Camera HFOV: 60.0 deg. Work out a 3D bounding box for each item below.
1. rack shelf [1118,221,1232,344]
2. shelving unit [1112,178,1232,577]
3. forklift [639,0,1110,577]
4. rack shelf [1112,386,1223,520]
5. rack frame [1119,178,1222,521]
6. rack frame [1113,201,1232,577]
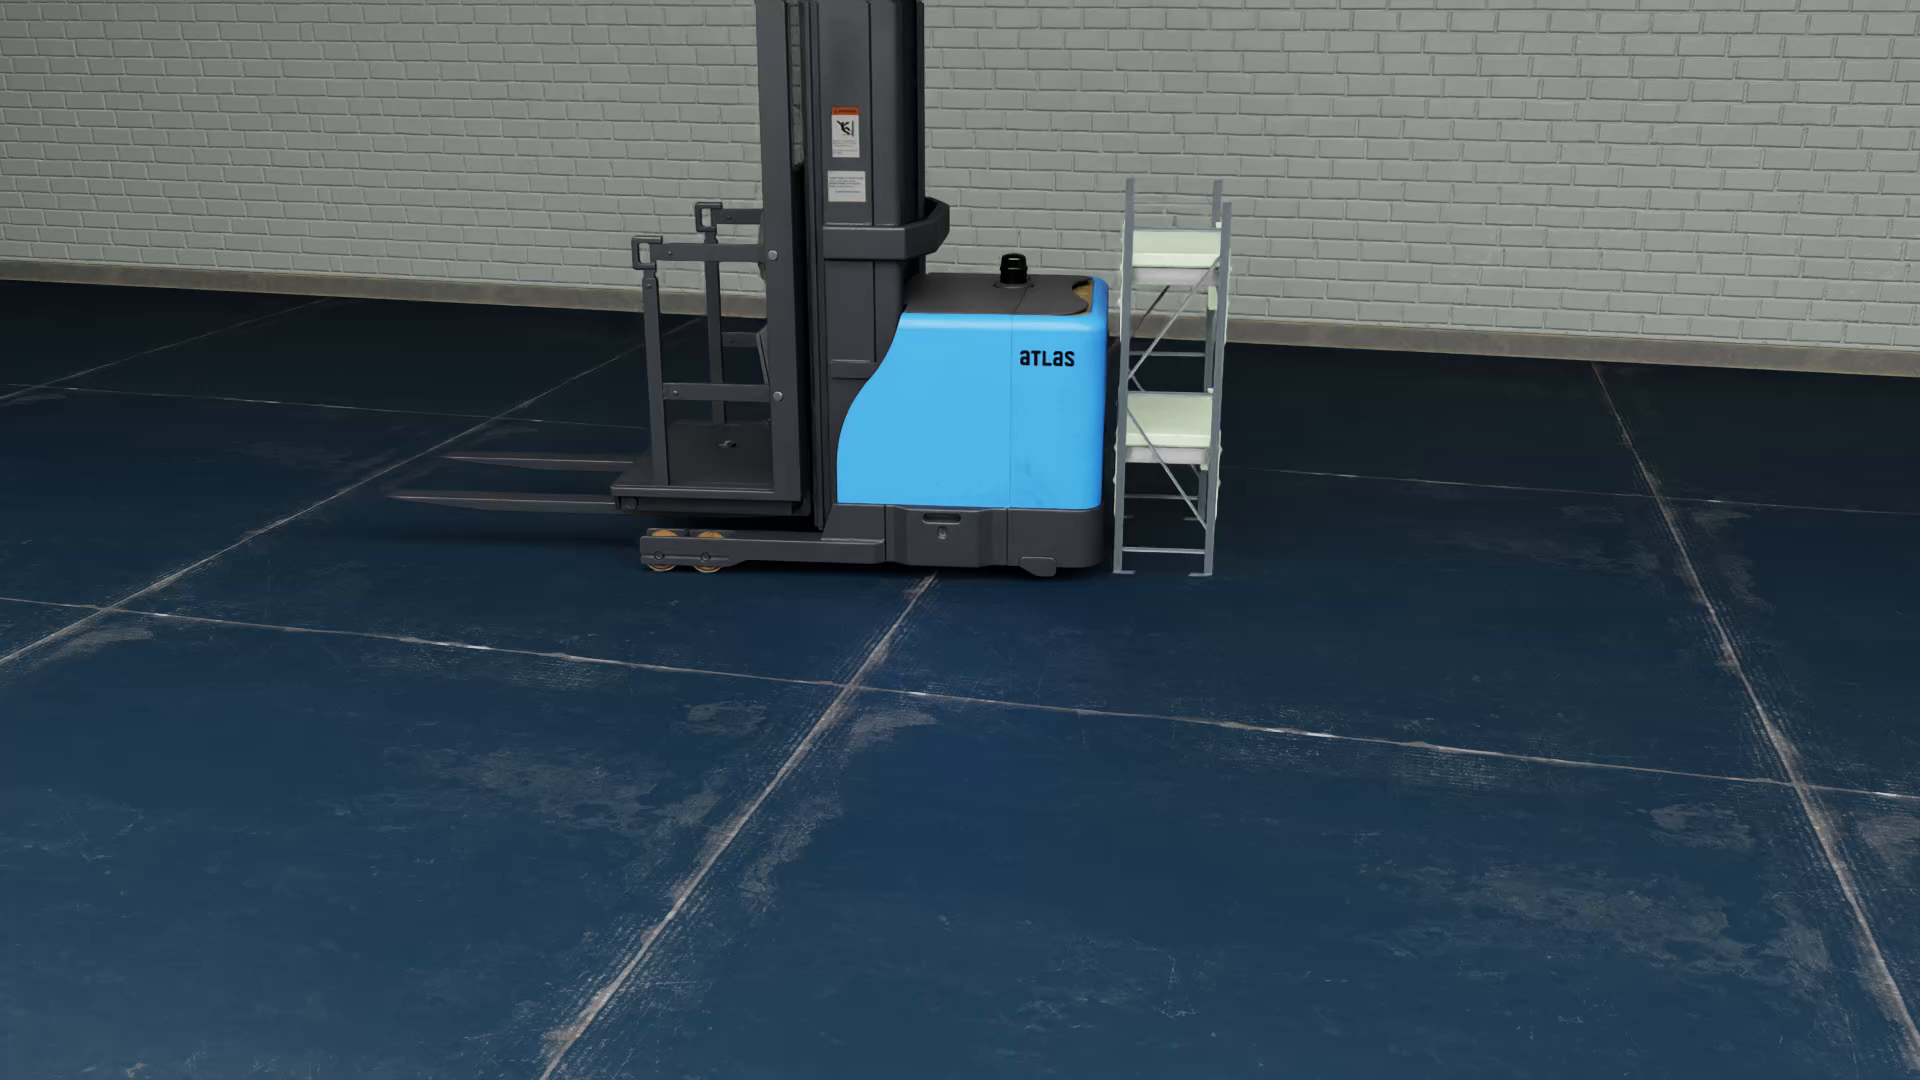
[{"bbox_3d":[0.862,-1.056,6.751,0.431,0.370,0.720,2,19,5],"label":"rack shelf"},{"bbox_3d":[0.861,-0.687,6.878,0.431,1.500,0.755,2,19,5],"label":"shelving unit"},{"bbox_3d":[-0.892,-1.419,6.809,3.031,2.935,1.130,2,19,5],"label":"forklift"},{"bbox_3d":[0.861,-0.379,6.983,0.431,0.370,0.720,2,19,5],"label":"rack shelf"},{"bbox_3d":[0.897,-0.805,7.222,0.400,1.500,0.023,2,19,5],"label":"rack frame"},{"bbox_3d":[0.826,-0.569,6.533,0.400,1.500,0.023,2,19,5],"label":"rack frame"}]
